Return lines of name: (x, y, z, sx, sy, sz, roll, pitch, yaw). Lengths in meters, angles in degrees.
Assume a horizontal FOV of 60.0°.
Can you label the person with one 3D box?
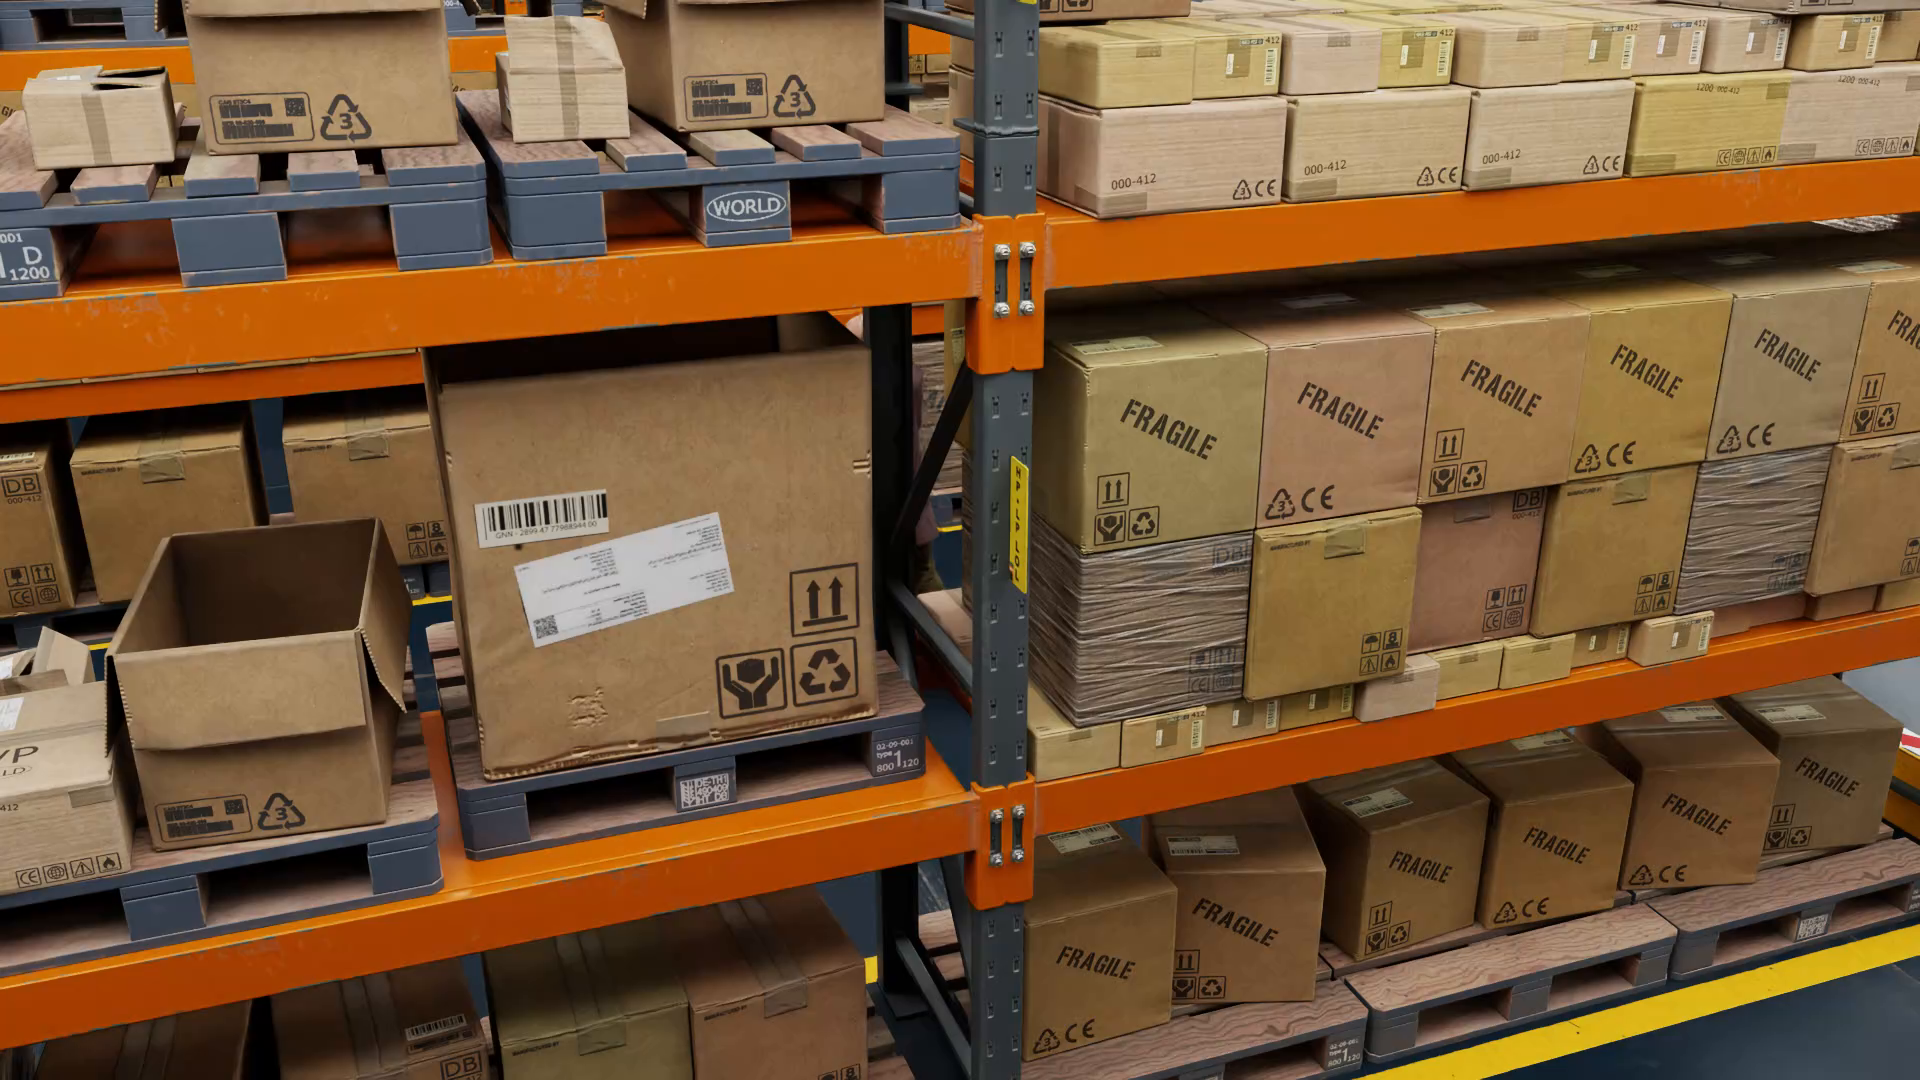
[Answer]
person: (-0.332, -0.200, 7.612, 1.006, 1.738, 0.621, 19, 29, 39)
